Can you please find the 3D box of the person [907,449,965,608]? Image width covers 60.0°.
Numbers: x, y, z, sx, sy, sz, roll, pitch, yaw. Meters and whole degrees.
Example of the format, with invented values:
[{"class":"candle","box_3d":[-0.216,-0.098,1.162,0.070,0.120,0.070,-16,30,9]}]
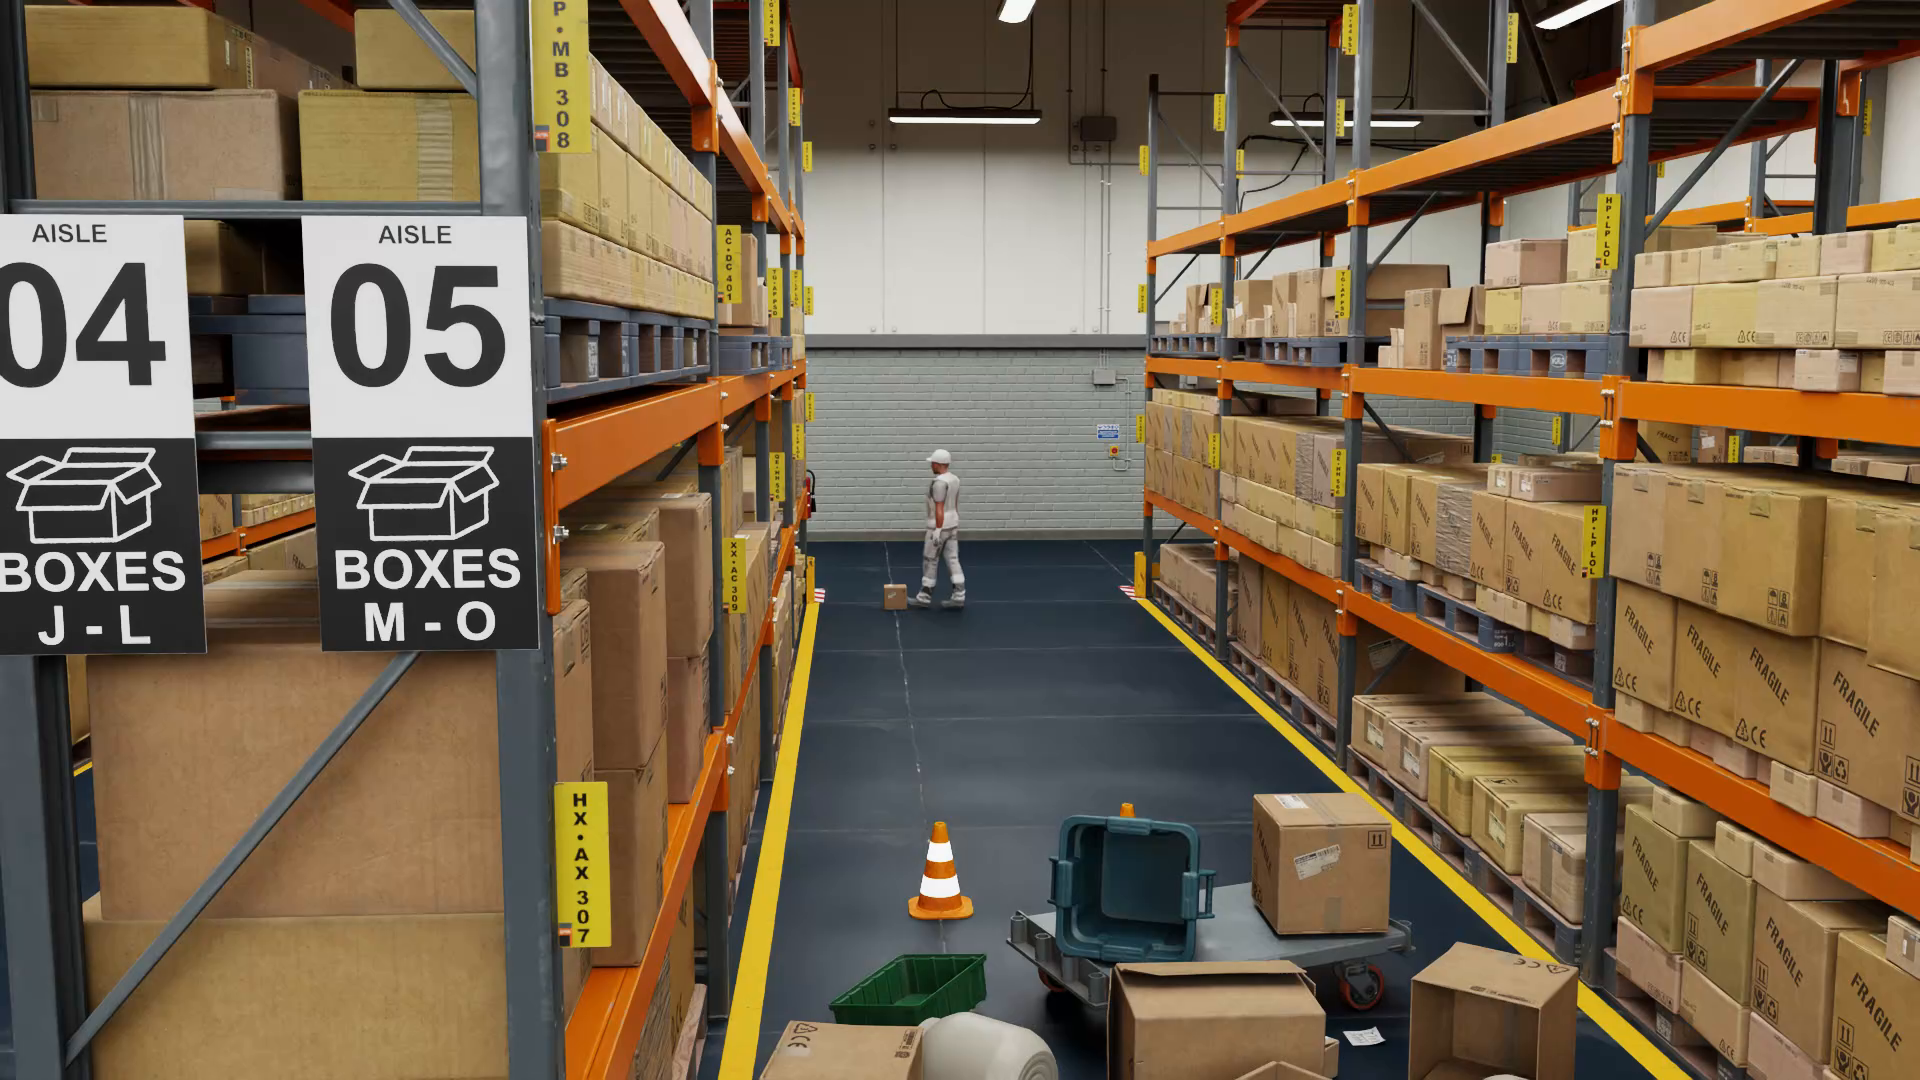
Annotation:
[{"class":"person","box_3d":[-0.274,-0.126,18.643,0.687,1.790,0.546,4,8,28]}]
